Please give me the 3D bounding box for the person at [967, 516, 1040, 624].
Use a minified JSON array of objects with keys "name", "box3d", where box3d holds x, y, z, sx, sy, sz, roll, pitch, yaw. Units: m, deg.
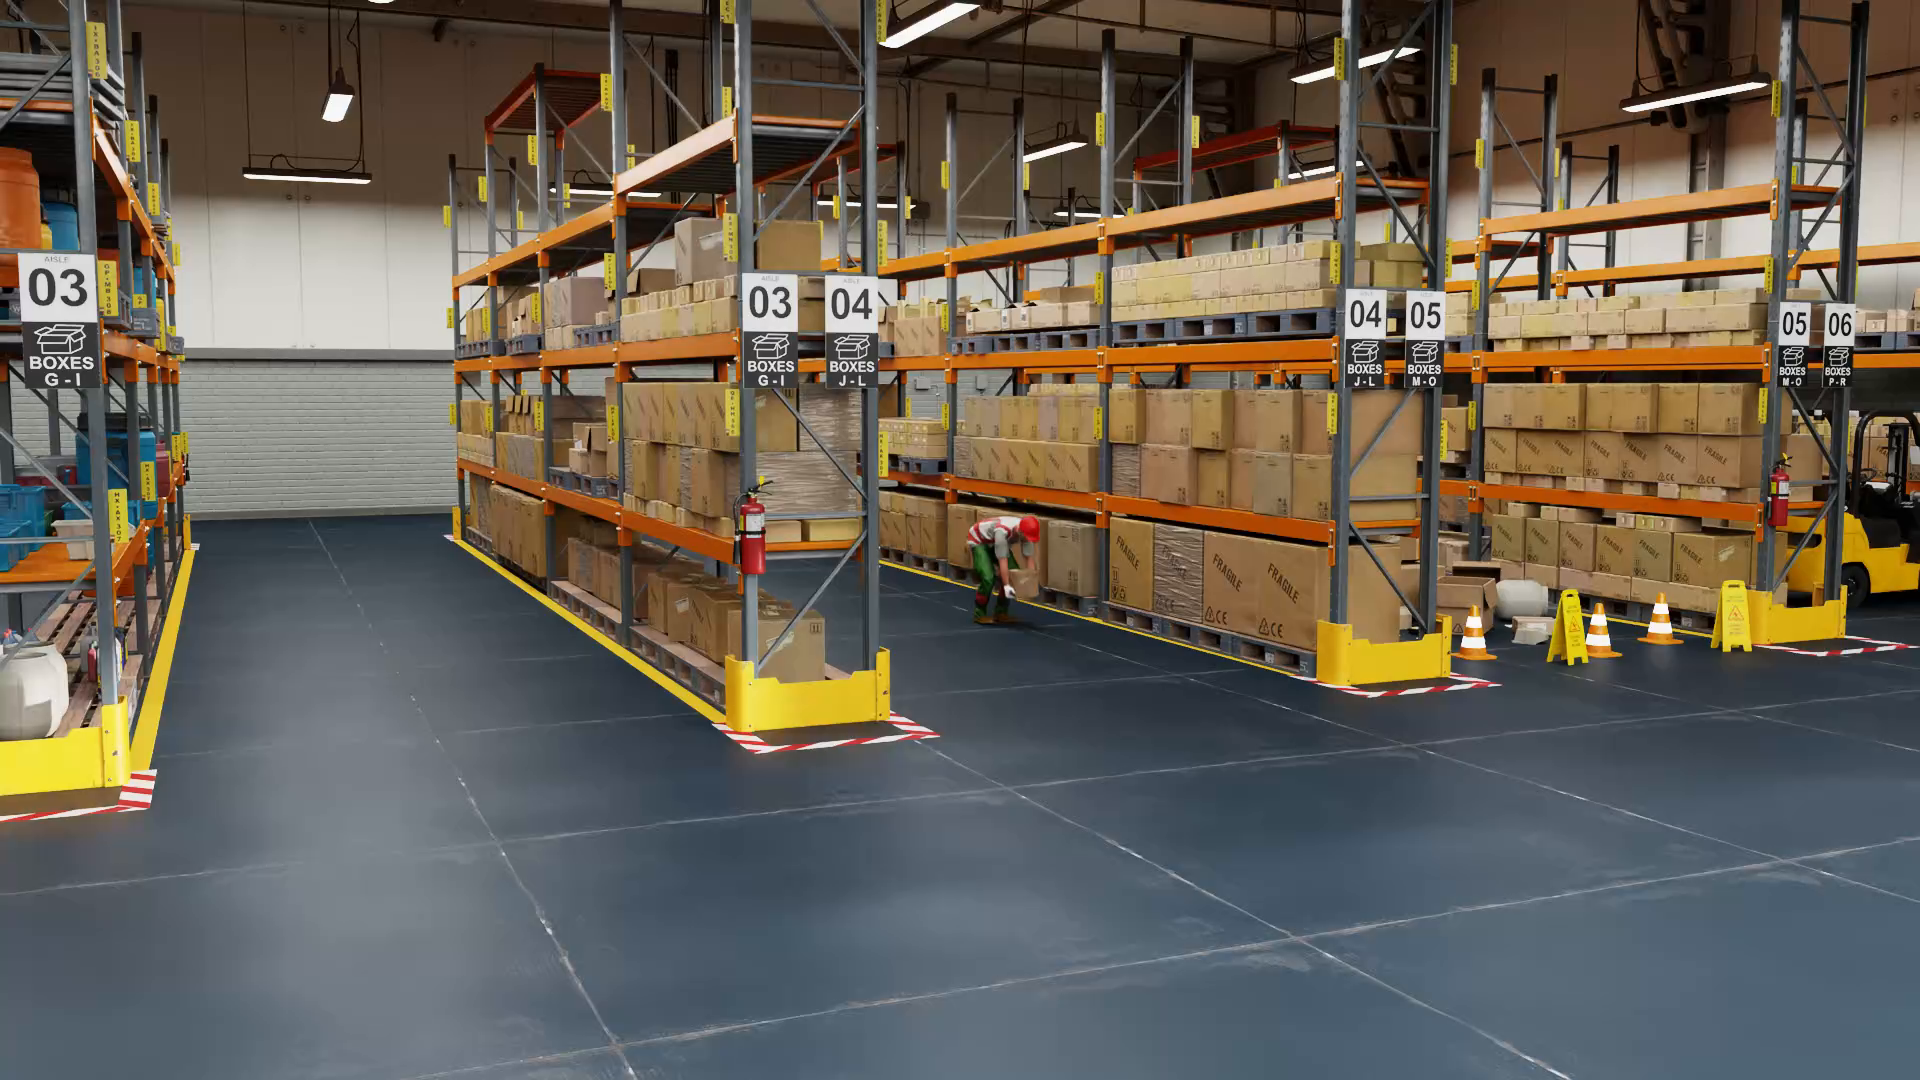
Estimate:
[{"name":"person","box3d":[0.468,0.298,16.894,0.523,1.132,0.951,-4,7,-38]}]
